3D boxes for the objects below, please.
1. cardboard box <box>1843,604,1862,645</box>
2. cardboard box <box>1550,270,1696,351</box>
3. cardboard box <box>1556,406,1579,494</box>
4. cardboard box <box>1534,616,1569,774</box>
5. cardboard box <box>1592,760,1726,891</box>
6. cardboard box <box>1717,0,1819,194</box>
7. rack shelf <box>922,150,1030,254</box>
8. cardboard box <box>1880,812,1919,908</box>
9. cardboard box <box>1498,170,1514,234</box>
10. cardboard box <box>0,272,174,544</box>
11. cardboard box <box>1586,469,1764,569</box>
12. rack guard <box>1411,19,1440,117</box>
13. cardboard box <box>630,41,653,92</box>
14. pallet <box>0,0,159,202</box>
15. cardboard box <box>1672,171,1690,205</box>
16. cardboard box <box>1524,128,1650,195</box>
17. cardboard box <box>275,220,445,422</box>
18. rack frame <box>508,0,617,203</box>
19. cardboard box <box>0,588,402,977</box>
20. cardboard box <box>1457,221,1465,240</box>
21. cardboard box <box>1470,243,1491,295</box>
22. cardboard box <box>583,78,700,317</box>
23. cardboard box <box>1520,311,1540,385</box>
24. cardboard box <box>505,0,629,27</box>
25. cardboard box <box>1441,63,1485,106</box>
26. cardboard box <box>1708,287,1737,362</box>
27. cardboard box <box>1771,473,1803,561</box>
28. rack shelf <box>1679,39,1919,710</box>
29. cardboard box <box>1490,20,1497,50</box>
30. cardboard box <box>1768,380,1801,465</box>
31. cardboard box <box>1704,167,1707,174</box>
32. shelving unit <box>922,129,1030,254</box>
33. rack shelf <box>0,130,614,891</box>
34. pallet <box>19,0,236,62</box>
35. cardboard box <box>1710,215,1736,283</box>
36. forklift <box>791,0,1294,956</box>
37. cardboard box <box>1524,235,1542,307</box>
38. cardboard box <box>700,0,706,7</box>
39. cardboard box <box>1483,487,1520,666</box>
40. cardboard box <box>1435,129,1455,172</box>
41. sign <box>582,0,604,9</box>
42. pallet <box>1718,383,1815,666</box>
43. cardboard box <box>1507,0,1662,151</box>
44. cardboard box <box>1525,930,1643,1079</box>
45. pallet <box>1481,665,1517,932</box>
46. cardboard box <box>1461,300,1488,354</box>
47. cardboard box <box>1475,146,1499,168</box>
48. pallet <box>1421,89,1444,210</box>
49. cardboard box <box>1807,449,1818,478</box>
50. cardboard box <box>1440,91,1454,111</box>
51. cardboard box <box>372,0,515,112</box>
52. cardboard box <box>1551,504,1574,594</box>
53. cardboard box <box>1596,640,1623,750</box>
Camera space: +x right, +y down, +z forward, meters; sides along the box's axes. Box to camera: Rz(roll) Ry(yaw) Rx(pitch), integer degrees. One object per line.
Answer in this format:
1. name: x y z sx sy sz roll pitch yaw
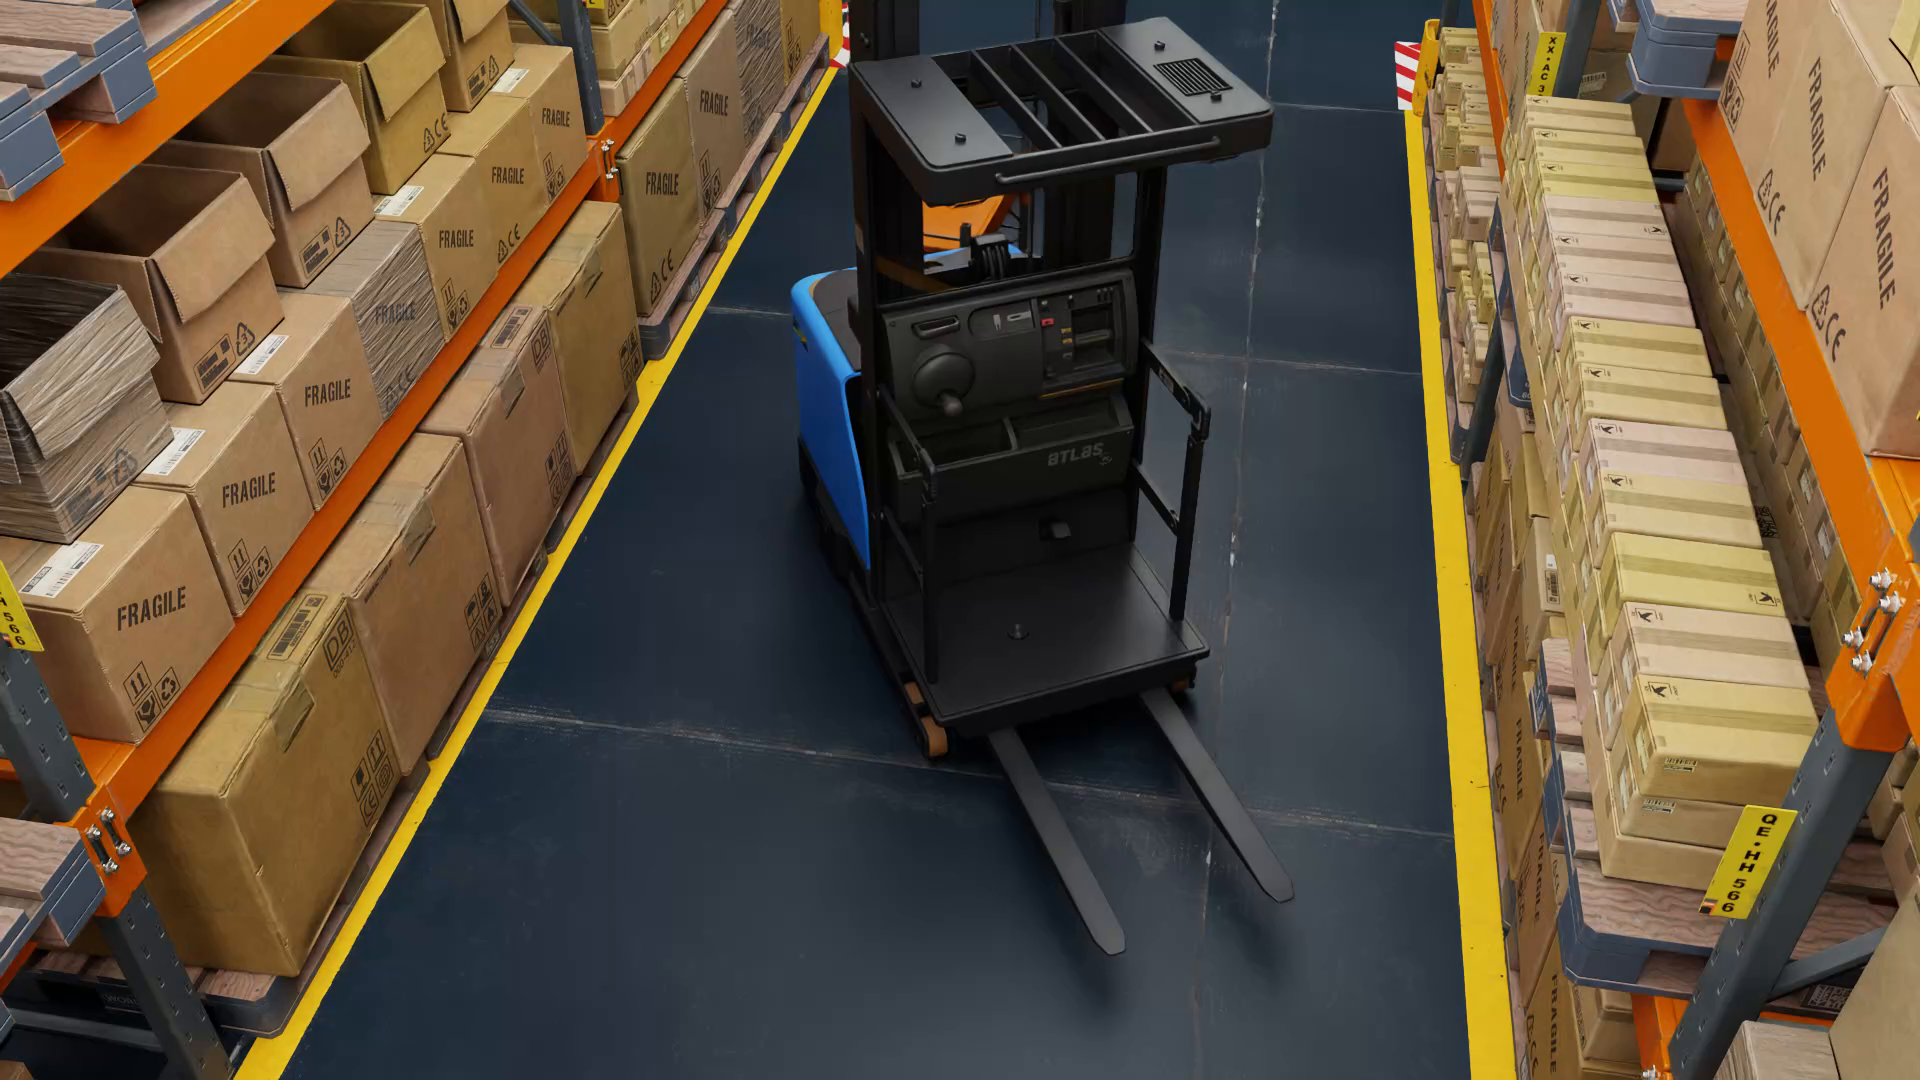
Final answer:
1. cardboard box: 2.459 0.309 4.156 0.380 0.149 0.250 5 40 6
2. cardboard box: 2.038 -0.688 5.129 0.380 0.149 0.250 8 40 9
3. cardboard box: 1.947 -0.241 4.822 0.380 0.149 0.250 7 40 9
4. cardboard box: 2.130 0.527 5.302 0.500 0.250 0.500 7 40 9
5. cardboard box: 1.722 0.683 3.938 0.380 0.149 0.250 7 40 8
6. cardboard box: 2.102 -1.101 3.796 0.500 0.500 0.500 6 40 8
7. rack shelf: -0.054 -1.499 7.721 0.538 0.278 1.000 11 41 13
8. cardboard box: 2.366 0.785 3.815 0.380 0.149 0.250 6 40 7
9. cardboard box: 2.260 -1.271 6.300 0.380 0.149 0.250 5 40 6
10. cardboard box: -2.636 -0.384 4.495 0.797 0.503 0.637 8 40 9
11. cardboard box: 1.856 -0.034 4.338 0.380 0.149 0.250 8 40 9
12. rack guard: 3.460 -2.901 10.367 1.175 0.500 0.348 6 40 8
13. cardboard box: -1.662 -2.229 7.790 0.380 0.149 0.250 5 40 6
14. pallet: -2.719 -0.995 3.894 1.213 0.211 1.003 8 40 10
15. cardboard box: 3.153 -1.447 6.843 0.380 0.149 0.250 8 40 9
16. cardboard box: 2.218 -1.324 5.898 0.380 0.149 0.250 7 40 9
17. cardboard box: -2.166 -0.775 5.755 0.500 0.500 0.500 7 40 8
18. rack frame: -2.086 -2.012 7.330 1.000 3.000 0.127 6 40 8
19. cardboard box: -2.638 0.724 5.358 1.225 0.875 0.875 5 40 6
20. cardboard box: 2.804 -1.555 8.684 0.380 0.149 0.250 7 40 9
21. cardboard box: 2.628 -1.268 7.871 0.380 0.149 0.250 6 40 7
22. cardboard box: -1.893 -1.761 8.364 0.875 0.875 0.875 6 40 8
23. cardboard box: 2.083 -0.622 5.516 0.380 0.149 0.250 5 40 6
24. cardboard box: -1.751 -2.631 7.374 0.500 0.500 0.500 6 40 8
25. cardboard box: 2.949 -2.583 9.461 0.380 0.149 0.250 6 40 8
26. cardboard box: 2.775 -0.720 5.634 0.380 0.149 0.250 4 40 5
27. cardboard box: 2.593 -0.048 4.821 0.380 0.149 0.250 7 40 8
28. rack shelf: 2.435 -1.026 4.347 1.077 0.370 4.000 6 40 8
29. cardboard box: 2.800 -2.499 8.116 0.380 0.149 0.250 7 40 9
30. cardboard box: 2.635 -0.331 4.930 0.380 0.149 0.250 8 40 9
31. cardboard box: 2.904 -1.423 6.018 0.380 0.149 0.250 8 40 10
32. shelving unit: -0.054 -1.274 7.908 0.538 1.125 1.048 11 41 13
33. rack shelf: -2.432 -0.480 6.041 1.077 0.370 4.000 6 40 8
34. pallet: -2.529 -1.697 4.743 1.003 0.211 1.213 8 40 10
35. cardboard box: 2.817 -0.989 5.727 0.380 0.149 0.250 8 40 10
36. forklift: 0.268 -0.611 5.689 1.130 2.935 3.031 -13 41 -15
37. cardboard box: 2.129 -0.897 5.615 0.380 0.149 0.250 5 40 6
38. cardboard box: -1.484 -2.878 8.574 0.380 0.149 0.250 7 40 8
39. cardboard box: 2.303 0.166 6.327 0.500 0.500 0.500 8 40 10
40. cardboard box: 2.915 -2.204 9.469 0.380 0.149 0.250 7 40 8
41. sign: -1.550 -2.374 6.921 0.100 0.325 0.005 6 40 8
42. pallet: 2.392 -0.065 5.125 1.003 0.211 1.213 6 40 8
43. cardboard box: 2.587 -1.890 6.870 0.500 0.500 0.500 6 40 8
44. cardboard box: 1.946 1.468 4.753 0.500 0.500 0.500 6 40 7
45. pallet: 2.439 0.929 5.960 1.003 0.211 1.213 6 40 8
46. cardboard box: 2.557 -0.984 7.760 0.380 0.149 0.250 5 40 6
47. cardboard box: 2.891 -1.917 8.656 0.380 0.149 0.250 6 40 8
48. pallet: 3.285 -2.284 9.847 1.003 0.211 1.213 6 40 8
49. cardboard box: 2.586 -0.280 4.635 0.380 0.149 0.250 8 40 9
50. cardboard box: 3.027 -2.624 9.744 0.380 0.149 0.250 6 40 7
51. cardboard box: -2.189 -2.036 6.493 0.797 0.503 0.637 5 40 7
52. cardboard box: 1.903 0.041 4.714 0.380 0.149 0.250 5 40 6
53. cardboard box: 1.771 0.401 4.046 0.380 0.149 0.250 8 40 9
